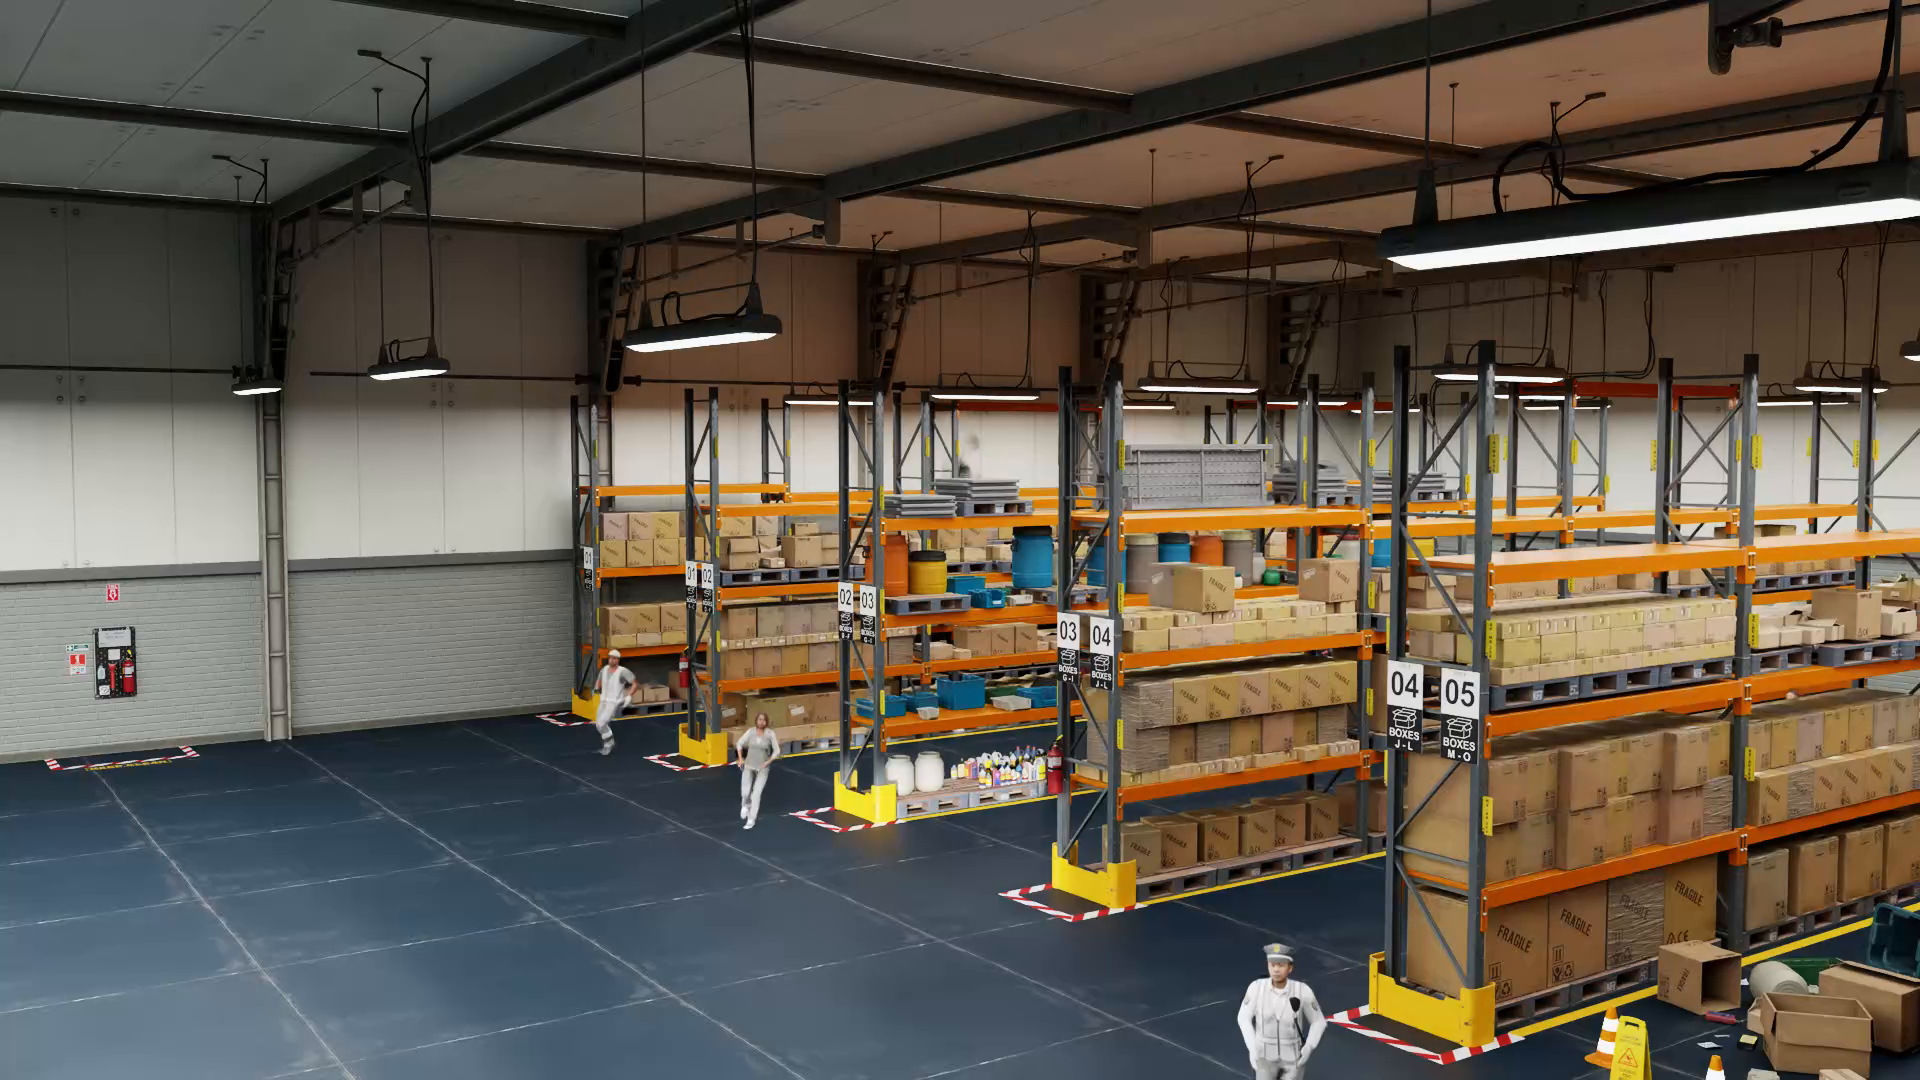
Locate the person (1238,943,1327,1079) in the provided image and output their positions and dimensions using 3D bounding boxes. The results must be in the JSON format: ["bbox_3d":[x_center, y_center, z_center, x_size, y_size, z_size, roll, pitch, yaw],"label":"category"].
[{"bbox_3d":[2.266,3.638,11.717,0.615,1.676,0.603,1,4,12],"label":"person"}]

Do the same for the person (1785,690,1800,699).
[{"bbox_3d":[11.794,2.929,23.626,0.625,1.618,0.580,-3,4,-39],"label":"person"}]

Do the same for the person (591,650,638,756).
[{"bbox_3d":[-5.729,2.657,27.190,0.708,1.730,0.619,2,4,33],"label":"person"}]

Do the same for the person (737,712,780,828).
[{"bbox_3d":[-2.693,3.066,22.212,0.592,1.556,0.487,0,3,-3],"label":"person"}]
